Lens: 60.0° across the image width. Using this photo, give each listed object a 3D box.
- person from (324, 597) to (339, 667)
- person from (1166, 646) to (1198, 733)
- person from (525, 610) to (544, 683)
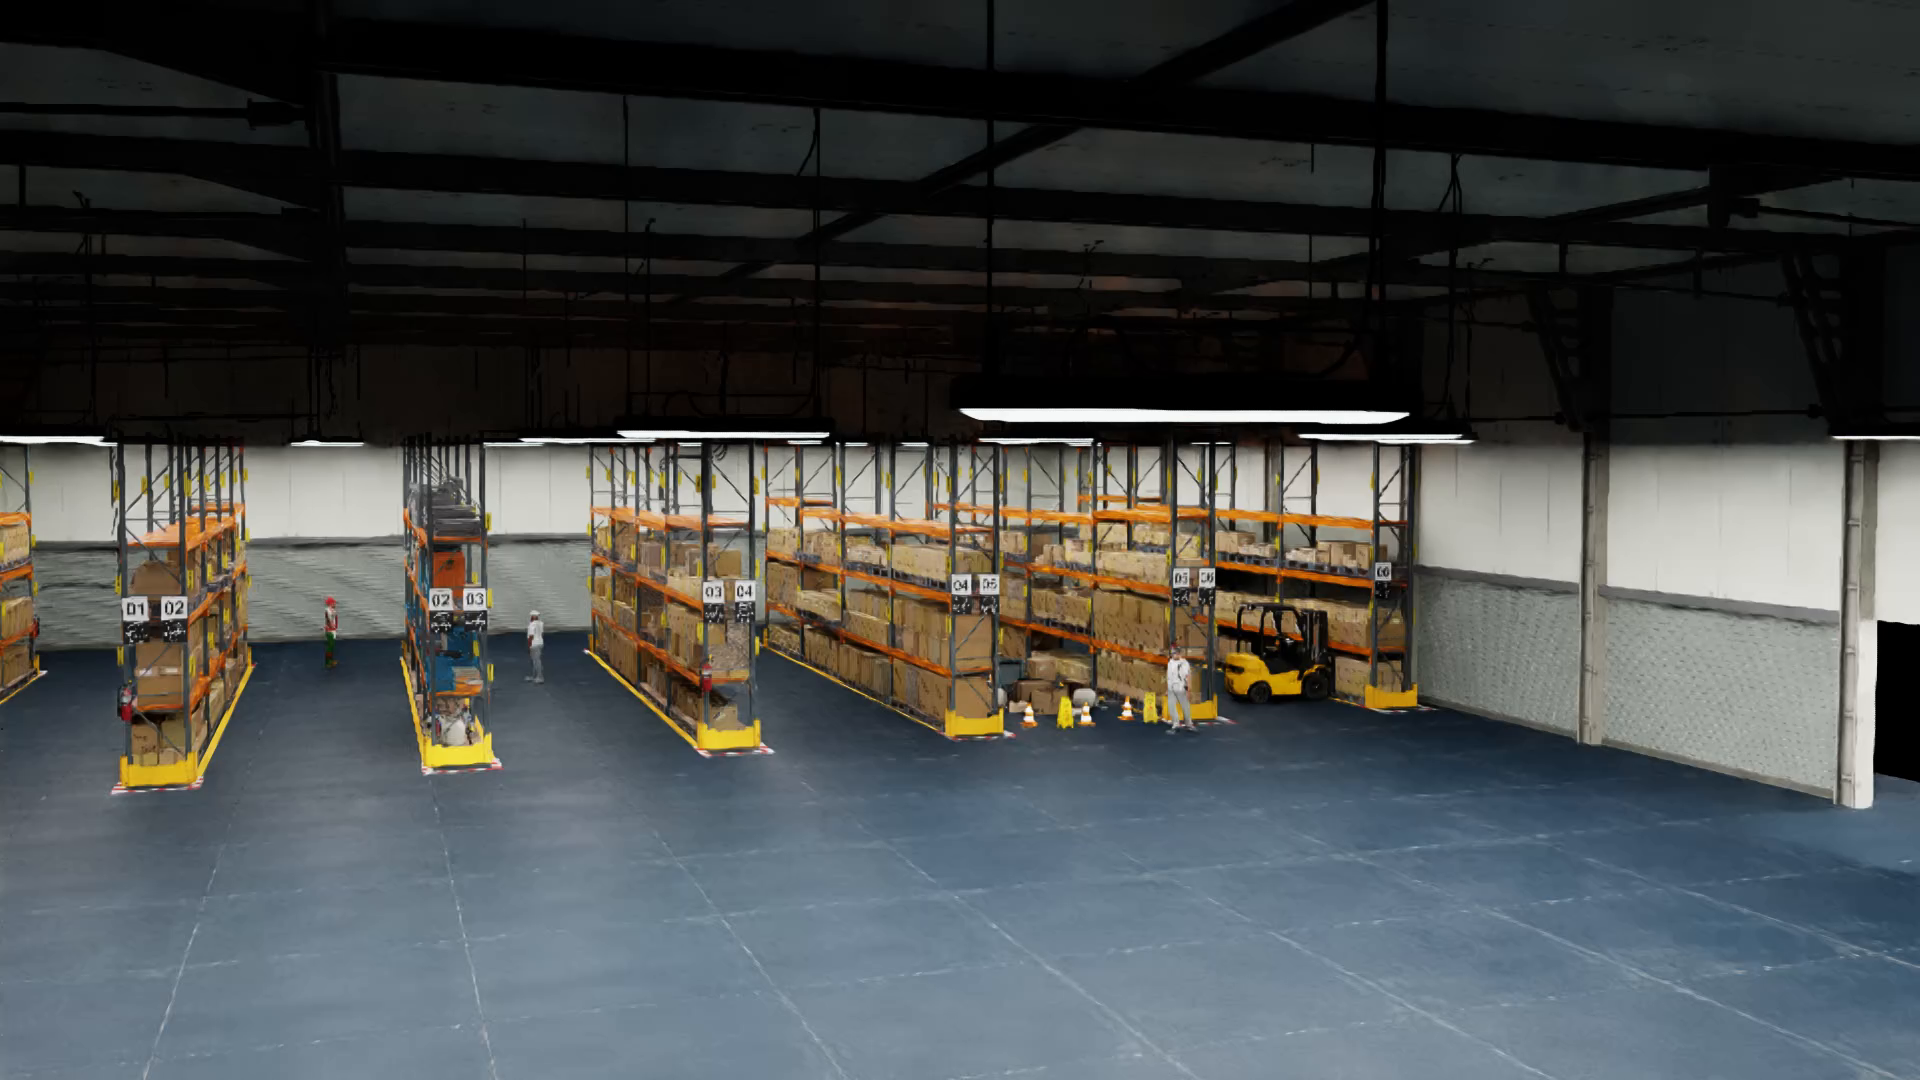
[{"bbox_3d":[-16.467,2.390,43.564,0.391,1.793,0.674,-2,4,-28],"label":"person"},{"bbox_3d":[4.449,2.999,33.530,0.656,1.747,0.569,3,4,41],"label":"person"},{"bbox_3d":[-10.401,2.576,40.612,0.576,1.764,0.664,0,3,7],"label":"person"}]
